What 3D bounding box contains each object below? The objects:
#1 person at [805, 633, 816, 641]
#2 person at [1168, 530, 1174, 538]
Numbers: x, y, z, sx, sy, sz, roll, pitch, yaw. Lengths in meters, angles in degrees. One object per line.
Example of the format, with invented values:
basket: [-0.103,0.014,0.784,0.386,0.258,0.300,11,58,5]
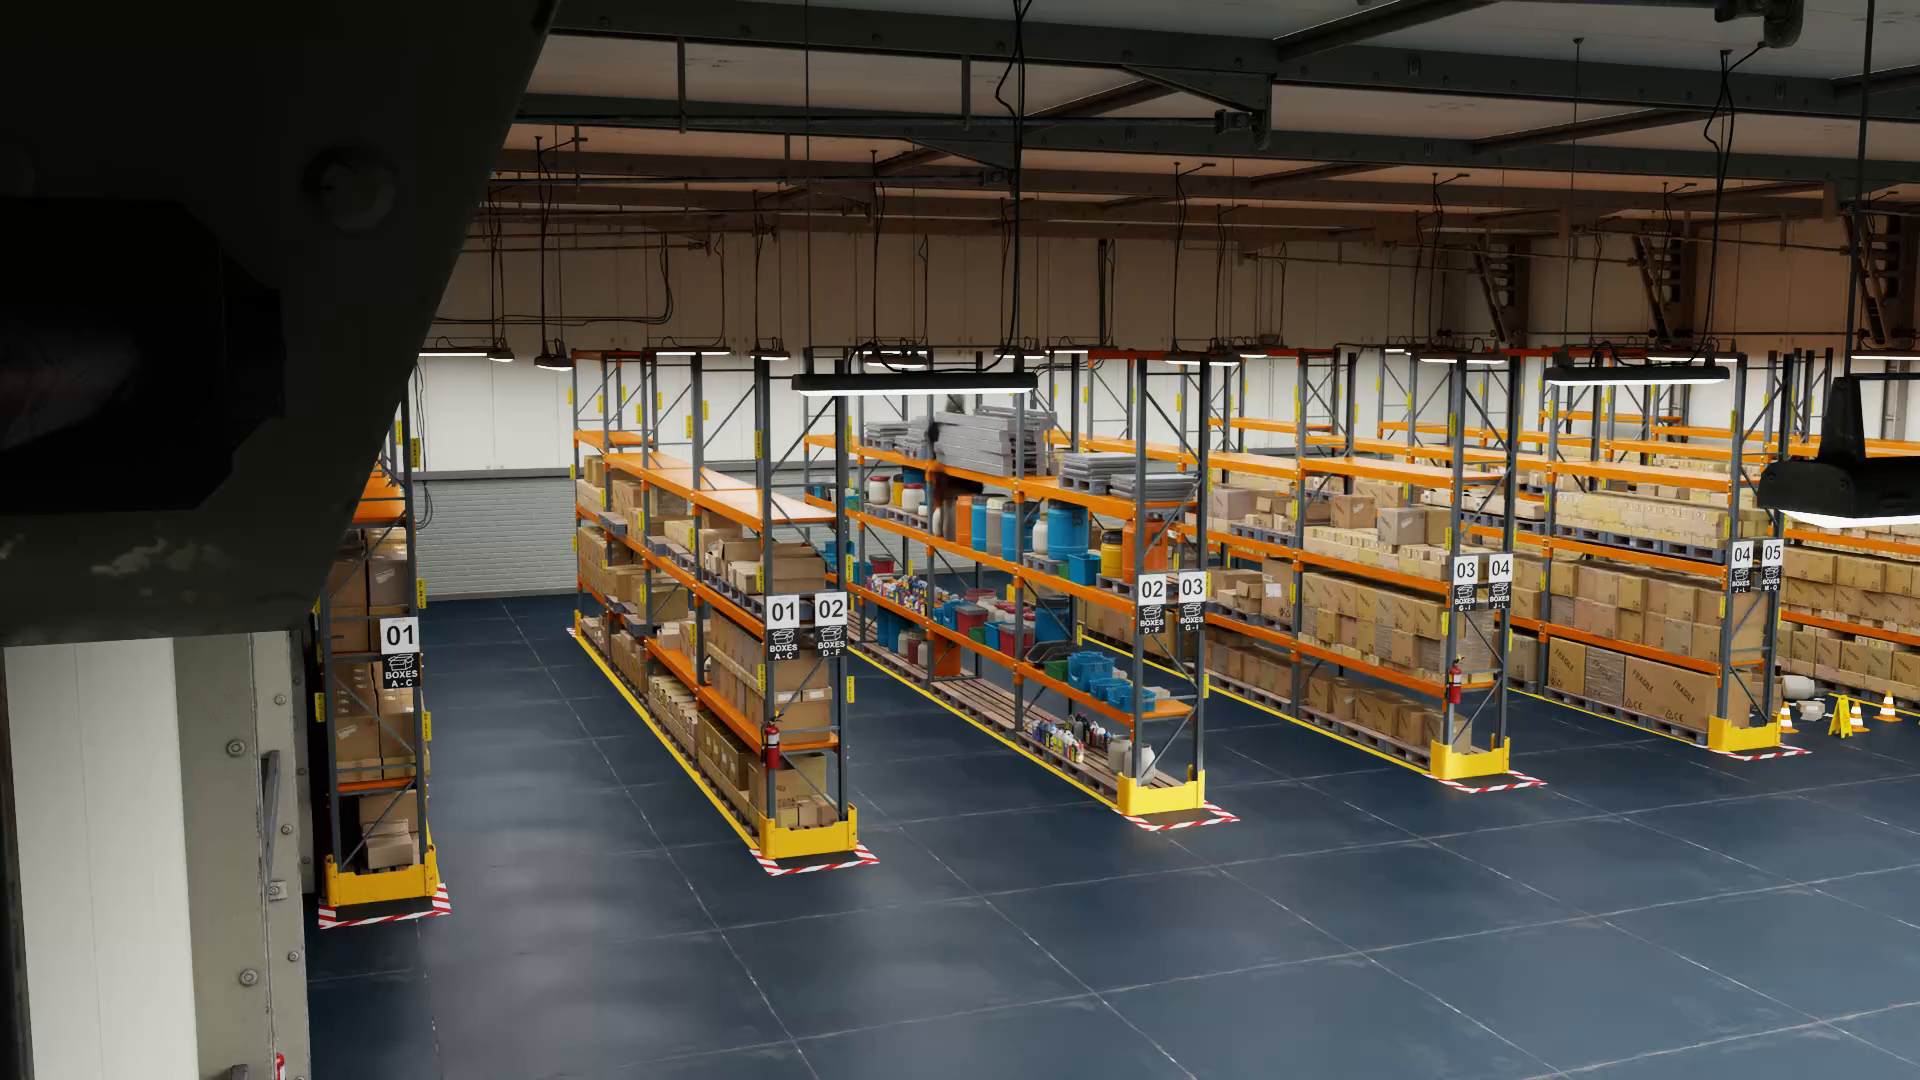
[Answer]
person: [-2.694,1.564,31.125,0.669,1.651,0.858,-3,8,-25]
person: [5.194,0.281,42.101,0.531,1.610,0.835,3,8,23]
